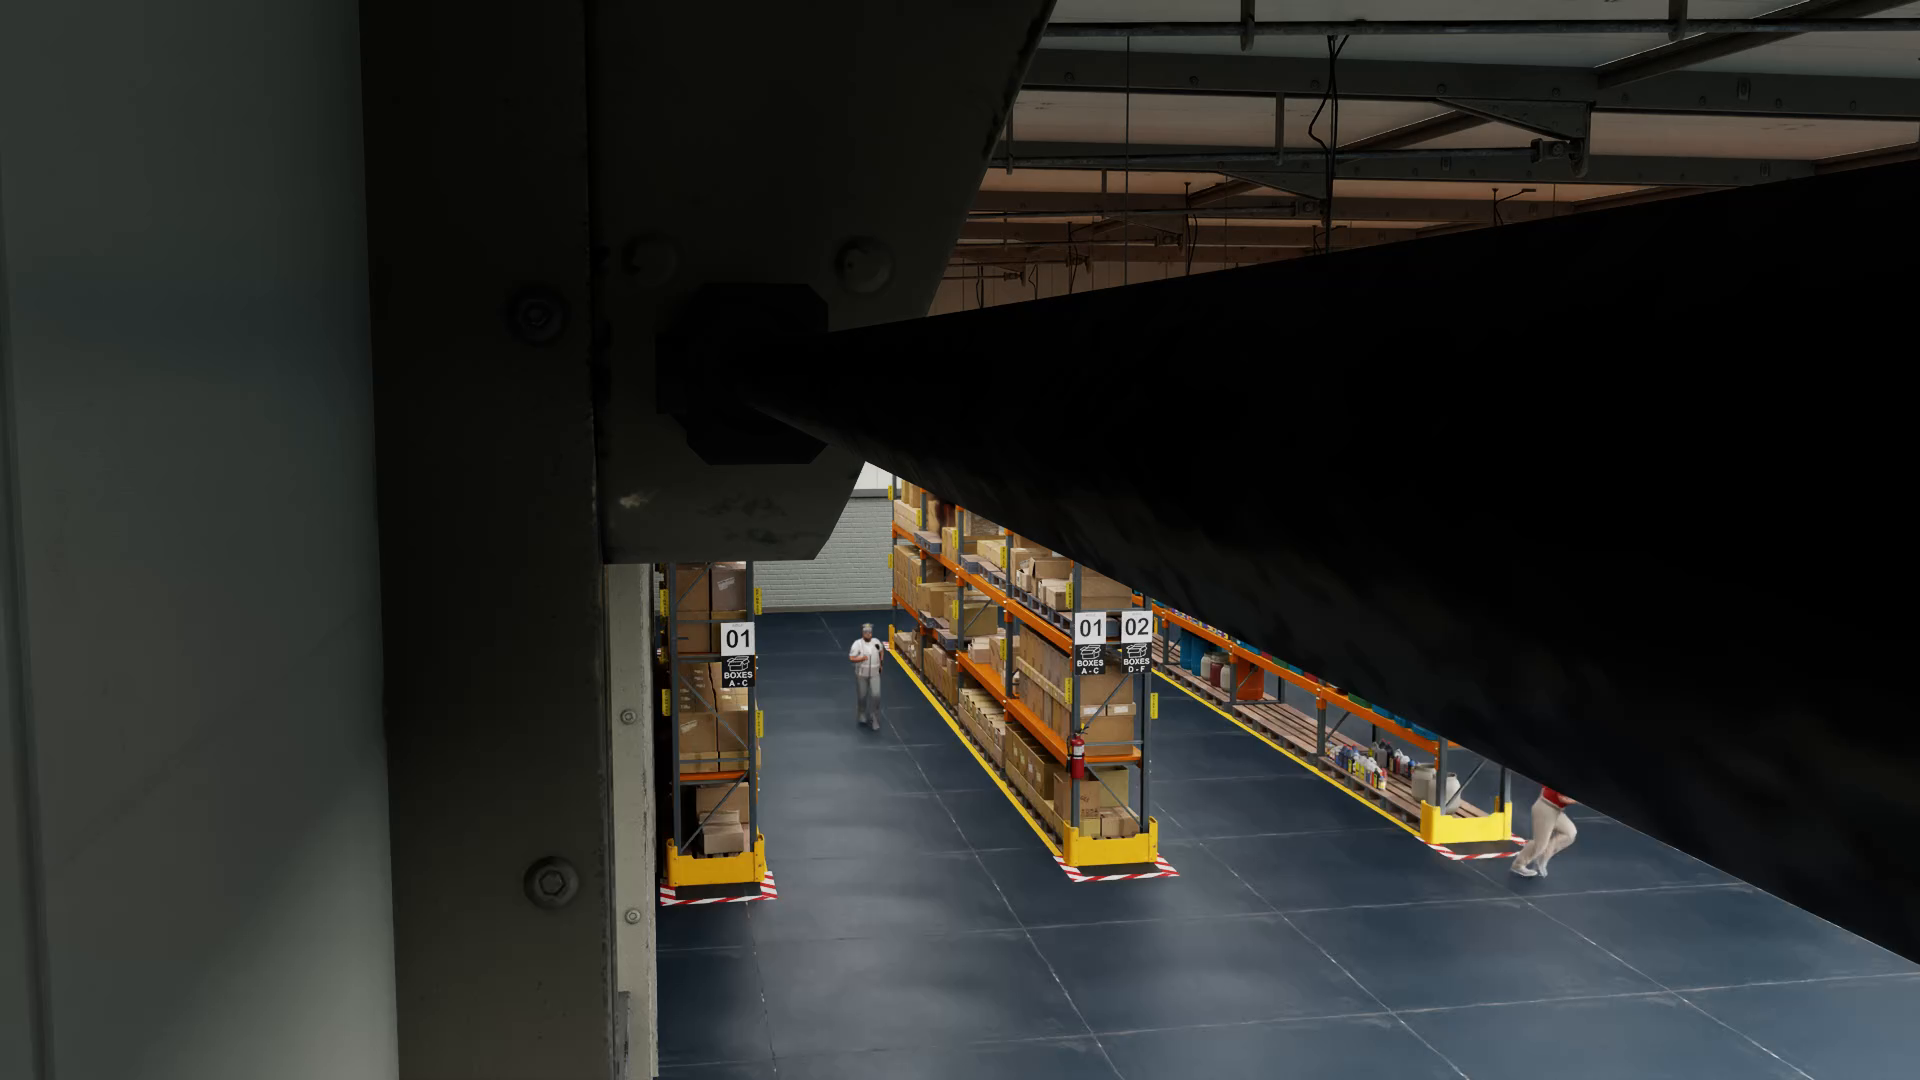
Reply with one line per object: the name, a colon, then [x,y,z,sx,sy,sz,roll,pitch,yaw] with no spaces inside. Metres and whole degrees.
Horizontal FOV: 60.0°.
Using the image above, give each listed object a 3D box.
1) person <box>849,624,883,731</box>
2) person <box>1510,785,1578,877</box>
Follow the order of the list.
person: [-1.594,2.345,28.718,0.642,1.839,0.763,-1,6,-13]
person: [7.274,3.341,20.329,0.938,1.607,0.693,3,7,24]
